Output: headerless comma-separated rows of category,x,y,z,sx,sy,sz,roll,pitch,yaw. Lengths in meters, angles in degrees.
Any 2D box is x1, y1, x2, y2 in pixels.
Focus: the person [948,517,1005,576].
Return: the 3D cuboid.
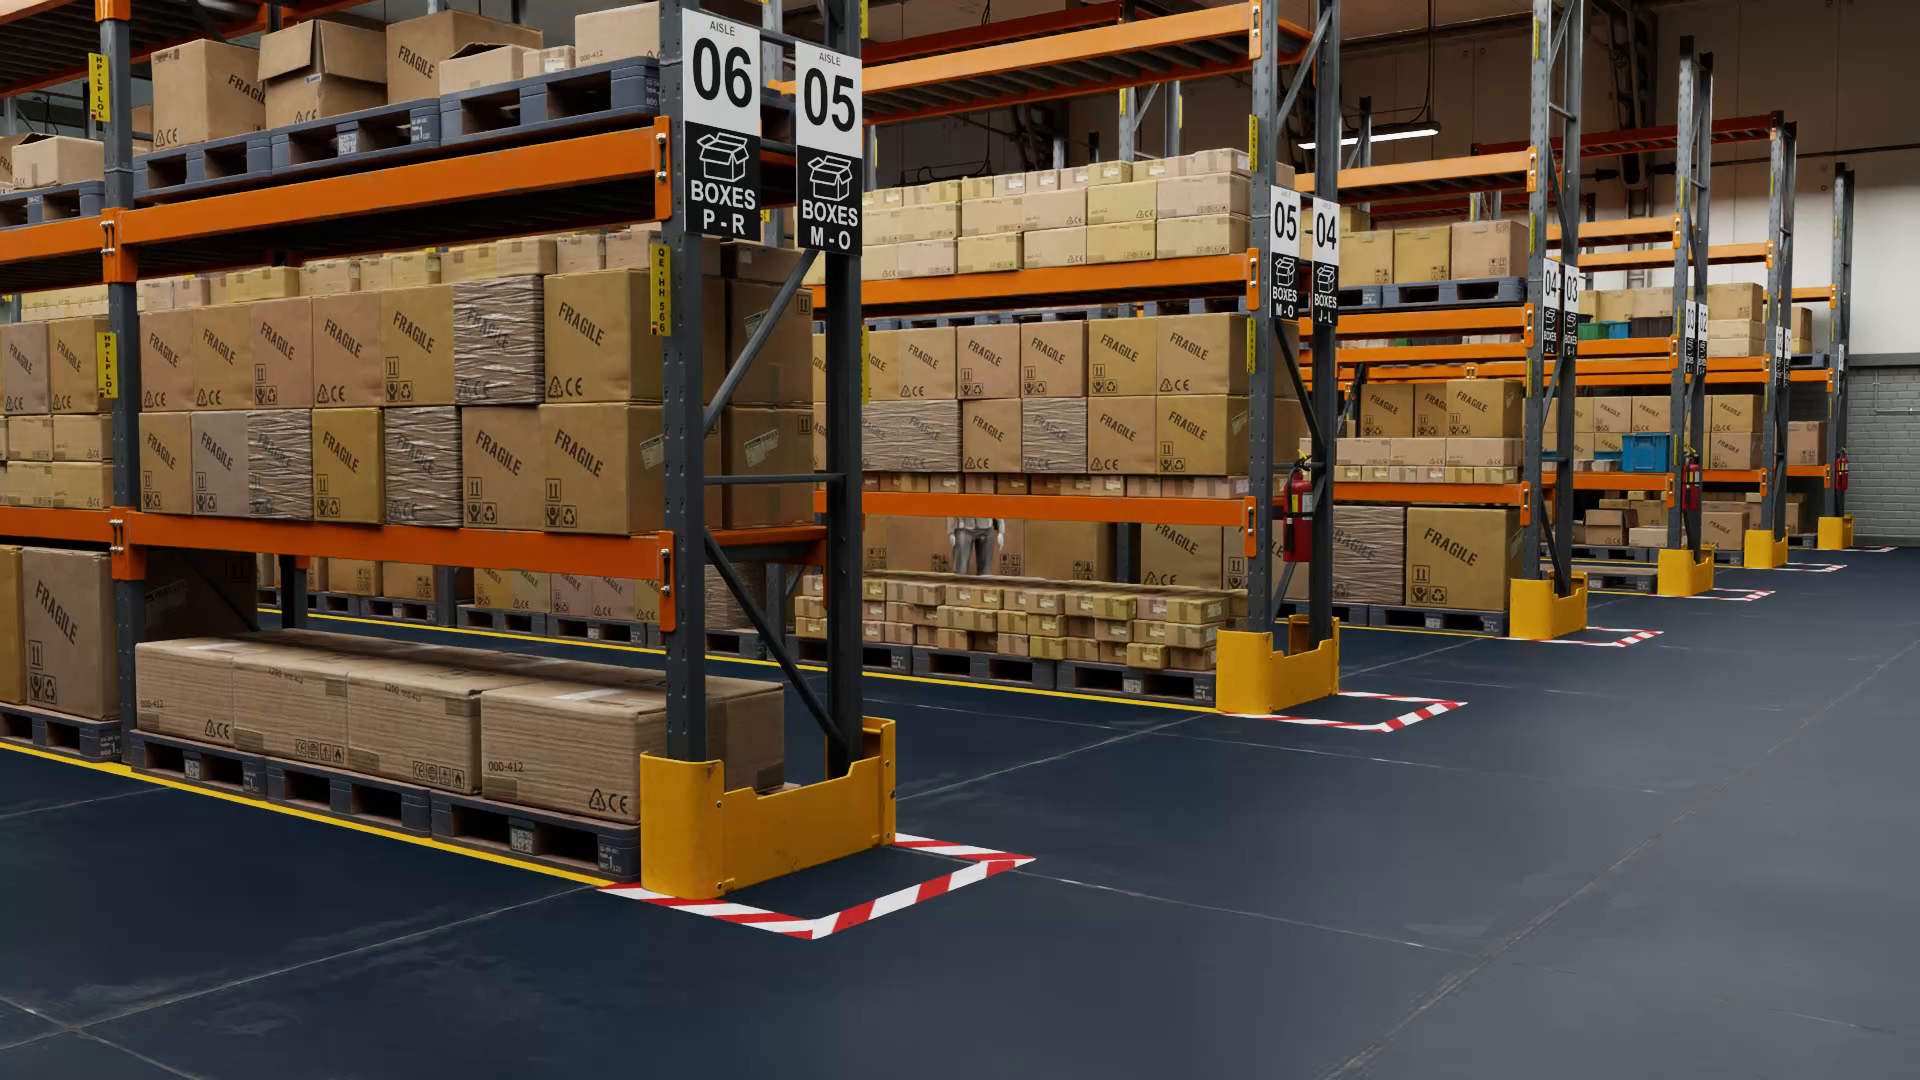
person,0.150,-0.019,14.625,0.518,1.724,0.457,0,3,-5
